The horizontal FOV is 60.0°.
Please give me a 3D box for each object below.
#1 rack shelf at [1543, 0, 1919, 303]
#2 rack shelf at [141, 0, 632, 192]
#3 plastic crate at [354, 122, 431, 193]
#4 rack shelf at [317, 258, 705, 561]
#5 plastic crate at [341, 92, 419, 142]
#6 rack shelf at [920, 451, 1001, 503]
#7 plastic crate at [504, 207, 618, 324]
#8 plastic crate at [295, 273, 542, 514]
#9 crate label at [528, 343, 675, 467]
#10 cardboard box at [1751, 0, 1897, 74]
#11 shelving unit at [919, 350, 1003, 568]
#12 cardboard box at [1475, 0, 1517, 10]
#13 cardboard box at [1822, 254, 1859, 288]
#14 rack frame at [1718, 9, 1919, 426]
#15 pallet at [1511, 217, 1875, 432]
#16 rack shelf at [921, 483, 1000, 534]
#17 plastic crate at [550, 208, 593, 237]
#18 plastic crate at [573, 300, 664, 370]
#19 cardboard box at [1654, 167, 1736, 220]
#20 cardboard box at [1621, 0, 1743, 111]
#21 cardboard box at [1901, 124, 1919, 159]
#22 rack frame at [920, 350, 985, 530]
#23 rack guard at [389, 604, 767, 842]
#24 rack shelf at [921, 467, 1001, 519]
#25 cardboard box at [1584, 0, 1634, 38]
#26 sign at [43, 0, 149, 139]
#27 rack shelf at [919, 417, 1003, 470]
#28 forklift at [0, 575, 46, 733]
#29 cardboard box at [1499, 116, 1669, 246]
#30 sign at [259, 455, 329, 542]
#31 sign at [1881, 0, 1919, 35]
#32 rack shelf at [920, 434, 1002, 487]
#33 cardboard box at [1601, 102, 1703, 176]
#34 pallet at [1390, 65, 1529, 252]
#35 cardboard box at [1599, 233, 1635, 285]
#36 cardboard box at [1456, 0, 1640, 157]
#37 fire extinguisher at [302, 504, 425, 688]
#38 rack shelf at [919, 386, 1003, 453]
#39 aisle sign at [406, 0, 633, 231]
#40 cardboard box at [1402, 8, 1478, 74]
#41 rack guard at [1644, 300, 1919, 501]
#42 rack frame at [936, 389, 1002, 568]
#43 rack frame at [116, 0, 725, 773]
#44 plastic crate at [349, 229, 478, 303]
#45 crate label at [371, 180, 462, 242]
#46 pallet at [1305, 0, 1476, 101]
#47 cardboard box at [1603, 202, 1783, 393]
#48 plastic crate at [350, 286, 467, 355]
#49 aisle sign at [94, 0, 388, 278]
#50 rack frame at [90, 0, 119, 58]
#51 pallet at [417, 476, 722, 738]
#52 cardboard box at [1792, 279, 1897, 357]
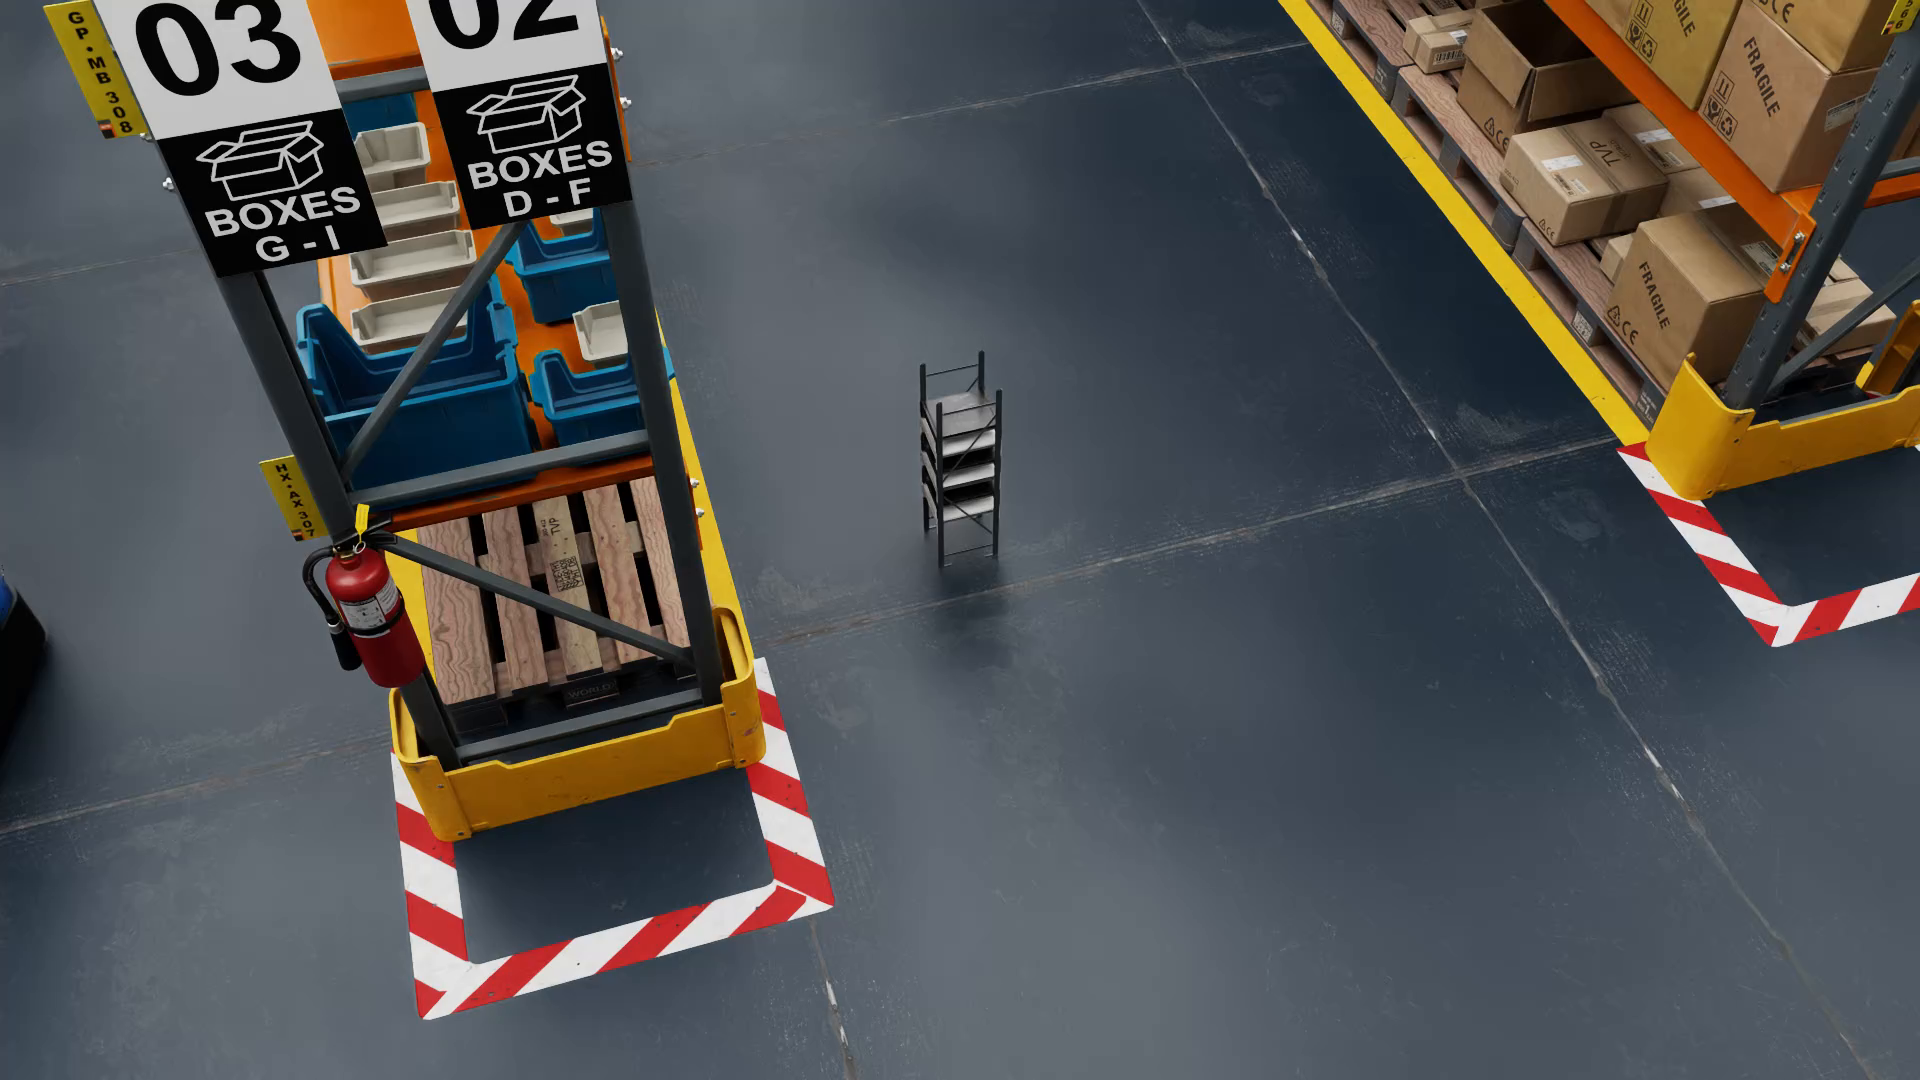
[{"bbox_3d":[2.841,-2.542,7.191,1.077,0.370,4.000,-13,51,-11],"label":"rack shelf"},{"bbox_3d":[-1.892,-2.391,5.102,1.077,0.370,4.000,-13,51,-11],"label":"rack shelf"},{"bbox_3d":[-1.997,-1.310,5.815,0.298,0.136,0.250,-13,51,-11],"label":"plastic crate"},{"bbox_3d":[-1.892,-1.425,6.249,1.077,0.370,4.000,-13,51,-11],"label":"rack shelf"},{"bbox_3d":[-2.152,-1.603,6.000,0.416,0.233,0.300,-13,51,-11],"label":"plastic crate"},{"bbox_3d":[0.002,-0.263,6.216,0.258,0.077,0.200,-13,51,-11],"label":"rack shelf"},{"bbox_3d":[-1.253,-0.897,5.404,0.416,0.233,0.300,-13,51,-11],"label":"plastic crate"},{"bbox_3d":[-1.578,-0.429,4.877,0.616,0.435,0.499,-13,51,-11],"label":"plastic crate"},{"bbox_3d":[-1.059,-0.416,4.999,0.416,0.233,0.303,-13,51,-11],"label":"crate label"},{"bbox_3d":[3.038,-1.930,5.486,0.500,0.500,0.500,-14,51,-11],"label":"cardboard box"},{"bbox_3d":[0.002,-0.284,6.191,0.258,0.900,0.210,-13,51,-11],"label":"shelving unit"},{"bbox_3d":[2.911,-2.610,8.249,0.500,0.311,0.500,-13,51,-11],"label":"cardboard box"},{"bbox_3d":[3.563,-1.108,7.077,0.380,0.166,0.250,-13,51,-11],"label":"cardboard box"},{"bbox_3d":[3.433,-1.313,5.685,1.000,3.000,0.127,-13,51,-11],"label":"rack frame"},{"bbox_3d":[3.174,-1.052,7.288,1.003,0.211,1.213,-13,51,-11],"label":"pallet"},{"bbox_3d":[0.002,-0.147,6.354,0.258,0.077,0.200,-13,51,-11],"label":"rack shelf"},{"bbox_3d":[-1.275,-1.133,5.666,0.250,0.136,0.298,-13,51,-11],"label":"plastic crate"},{"bbox_3d":[-1.074,-0.638,5.249,0.250,0.136,0.298,-13,51,-11],"label":"plastic crate"},{"bbox_3d":[3.395,-1.395,7.264,0.500,0.250,0.500,-13,51,-11],"label":"cardboard box"},{"bbox_3d":[2.884,-1.989,6.189,0.500,0.500,0.500,-13,51,-11],"label":"cardboard box"},{"bbox_3d":[3.553,-1.729,5.970,0.500,0.500,0.500,-12,51,-10],"label":"cardboard box"},{"bbox_3d":[-0.028,-0.358,6.253,0.240,0.900,0.006,-13,51,-11],"label":"rack frame"},{"bbox_3d":[-1.281,0.625,5.686,1.175,0.500,0.348,-13,51,-11],"label":"rack guard"},{"bbox_3d":[0.002,-0.205,6.285,0.258,0.077,0.200,-13,51,-11],"label":"rack shelf"},{"bbox_3d":[2.741,-2.355,6.497,0.500,0.500,0.500,-13,51,-11],"label":"cardboard box"},{"bbox_3d":[-1.821,-0.993,3.521,0.100,0.325,0.005,-13,51,-11],"label":"sign"},{"bbox_3d":[0.002,-0.379,6.078,0.258,0.077,0.200,-13,51,-11],"label":"rack shelf"},{"bbox_3d":[-4.902,-0.236,4.822,3.031,2.935,1.130,2,50,1],"label":"forklift"},{"bbox_3d":[2.784,-1.611,7.446,0.500,0.250,0.500,-13,51,-11],"label":"cardboard box"},{"bbox_3d":[-1.821,-0.112,4.566,0.100,0.325,0.005,-13,51,-11],"label":"sign"},{"bbox_3d":[2.897,-1.677,5.028,0.100,0.325,0.005,-13,51,-11],"label":"sign"},{"bbox_3d":[0.002,-0.321,6.147,0.258,0.077,0.200,-13,51,-11],"label":"rack shelf"},{"bbox_3d":[3.247,-1.760,7.572,0.500,0.250,0.500,-13,51,-11],"label":"cardboard box"},{"bbox_3d":[2.816,-1.941,8.038,1.003,0.211,1.213,-13,51,-11],"label":"pallet"},{"bbox_3d":[3.003,-1.199,7.154,0.380,0.166,0.250,-13,51,-11],"label":"cardboard box"},{"bbox_3d":[2.810,-2.201,7.778,0.797,0.503,0.637,-13,51,-11],"label":"cardboard box"},{"bbox_3d":[-1.690,0.162,4.735,0.296,0.674,0.183,-13,51,-11],"label":"fire extinguisher"},{"bbox_3d":[0.002,-0.437,6.010,0.258,0.077,0.200,-13,51,-11],"label":"rack shelf"},{"bbox_3d":[-0.995,-1.048,3.761,0.394,0.787,0.004,-13,51,-11],"label":"aisle sign"},{"bbox_3d":[2.433,-2.478,8.232,0.380,0.166,0.250,-13,51,-11],"label":"cardboard box"},{"bbox_3d":[3.410,-0.563,6.687,1.175,0.500,0.348,-13,51,-11],"label":"rack guard"},{"bbox_3d":[0.032,-0.210,6.128,0.240,0.900,0.006,-13,51,-11],"label":"rack frame"},{"bbox_3d":[-1.300,-0.196,4.743,1.000,3.000,0.127,-13,51,-11],"label":"rack frame"},{"bbox_3d":[-1.786,-0.900,5.469,0.396,0.136,0.243,-13,51,-11],"label":"plastic crate"},{"bbox_3d":[-1.892,-1.098,5.636,0.396,0.136,0.243,-13,51,-11],"label":"crate label"},{"bbox_3d":[2.452,-2.834,8.791,1.003,0.211,1.213,-13,51,-11],"label":"pallet"},{"bbox_3d":[3.037,-0.991,6.760,0.500,0.500,0.500,-13,51,-11],"label":"cardboard box"},{"bbox_3d":[-1.714,-0.685,5.288,0.396,0.136,0.243,-13,51,-11],"label":"plastic crate"},{"bbox_3d":[-1.559,-0.915,3.649,0.394,0.787,0.004,-13,51,-11],"label":"aisle sign"},{"bbox_3d":[-1.300,-2.129,2.449,1.000,3.000,0.127,-13,51,-11],"label":"rack frame"},{"bbox_3d":[-1.507,0.092,6.324,1.003,0.211,1.213,-13,51,-11],"label":"pallet"},{"bbox_3d":[3.637,-0.919,6.930,0.380,0.149,0.250,-13,51,-11],"label":"cardboard box"}]
